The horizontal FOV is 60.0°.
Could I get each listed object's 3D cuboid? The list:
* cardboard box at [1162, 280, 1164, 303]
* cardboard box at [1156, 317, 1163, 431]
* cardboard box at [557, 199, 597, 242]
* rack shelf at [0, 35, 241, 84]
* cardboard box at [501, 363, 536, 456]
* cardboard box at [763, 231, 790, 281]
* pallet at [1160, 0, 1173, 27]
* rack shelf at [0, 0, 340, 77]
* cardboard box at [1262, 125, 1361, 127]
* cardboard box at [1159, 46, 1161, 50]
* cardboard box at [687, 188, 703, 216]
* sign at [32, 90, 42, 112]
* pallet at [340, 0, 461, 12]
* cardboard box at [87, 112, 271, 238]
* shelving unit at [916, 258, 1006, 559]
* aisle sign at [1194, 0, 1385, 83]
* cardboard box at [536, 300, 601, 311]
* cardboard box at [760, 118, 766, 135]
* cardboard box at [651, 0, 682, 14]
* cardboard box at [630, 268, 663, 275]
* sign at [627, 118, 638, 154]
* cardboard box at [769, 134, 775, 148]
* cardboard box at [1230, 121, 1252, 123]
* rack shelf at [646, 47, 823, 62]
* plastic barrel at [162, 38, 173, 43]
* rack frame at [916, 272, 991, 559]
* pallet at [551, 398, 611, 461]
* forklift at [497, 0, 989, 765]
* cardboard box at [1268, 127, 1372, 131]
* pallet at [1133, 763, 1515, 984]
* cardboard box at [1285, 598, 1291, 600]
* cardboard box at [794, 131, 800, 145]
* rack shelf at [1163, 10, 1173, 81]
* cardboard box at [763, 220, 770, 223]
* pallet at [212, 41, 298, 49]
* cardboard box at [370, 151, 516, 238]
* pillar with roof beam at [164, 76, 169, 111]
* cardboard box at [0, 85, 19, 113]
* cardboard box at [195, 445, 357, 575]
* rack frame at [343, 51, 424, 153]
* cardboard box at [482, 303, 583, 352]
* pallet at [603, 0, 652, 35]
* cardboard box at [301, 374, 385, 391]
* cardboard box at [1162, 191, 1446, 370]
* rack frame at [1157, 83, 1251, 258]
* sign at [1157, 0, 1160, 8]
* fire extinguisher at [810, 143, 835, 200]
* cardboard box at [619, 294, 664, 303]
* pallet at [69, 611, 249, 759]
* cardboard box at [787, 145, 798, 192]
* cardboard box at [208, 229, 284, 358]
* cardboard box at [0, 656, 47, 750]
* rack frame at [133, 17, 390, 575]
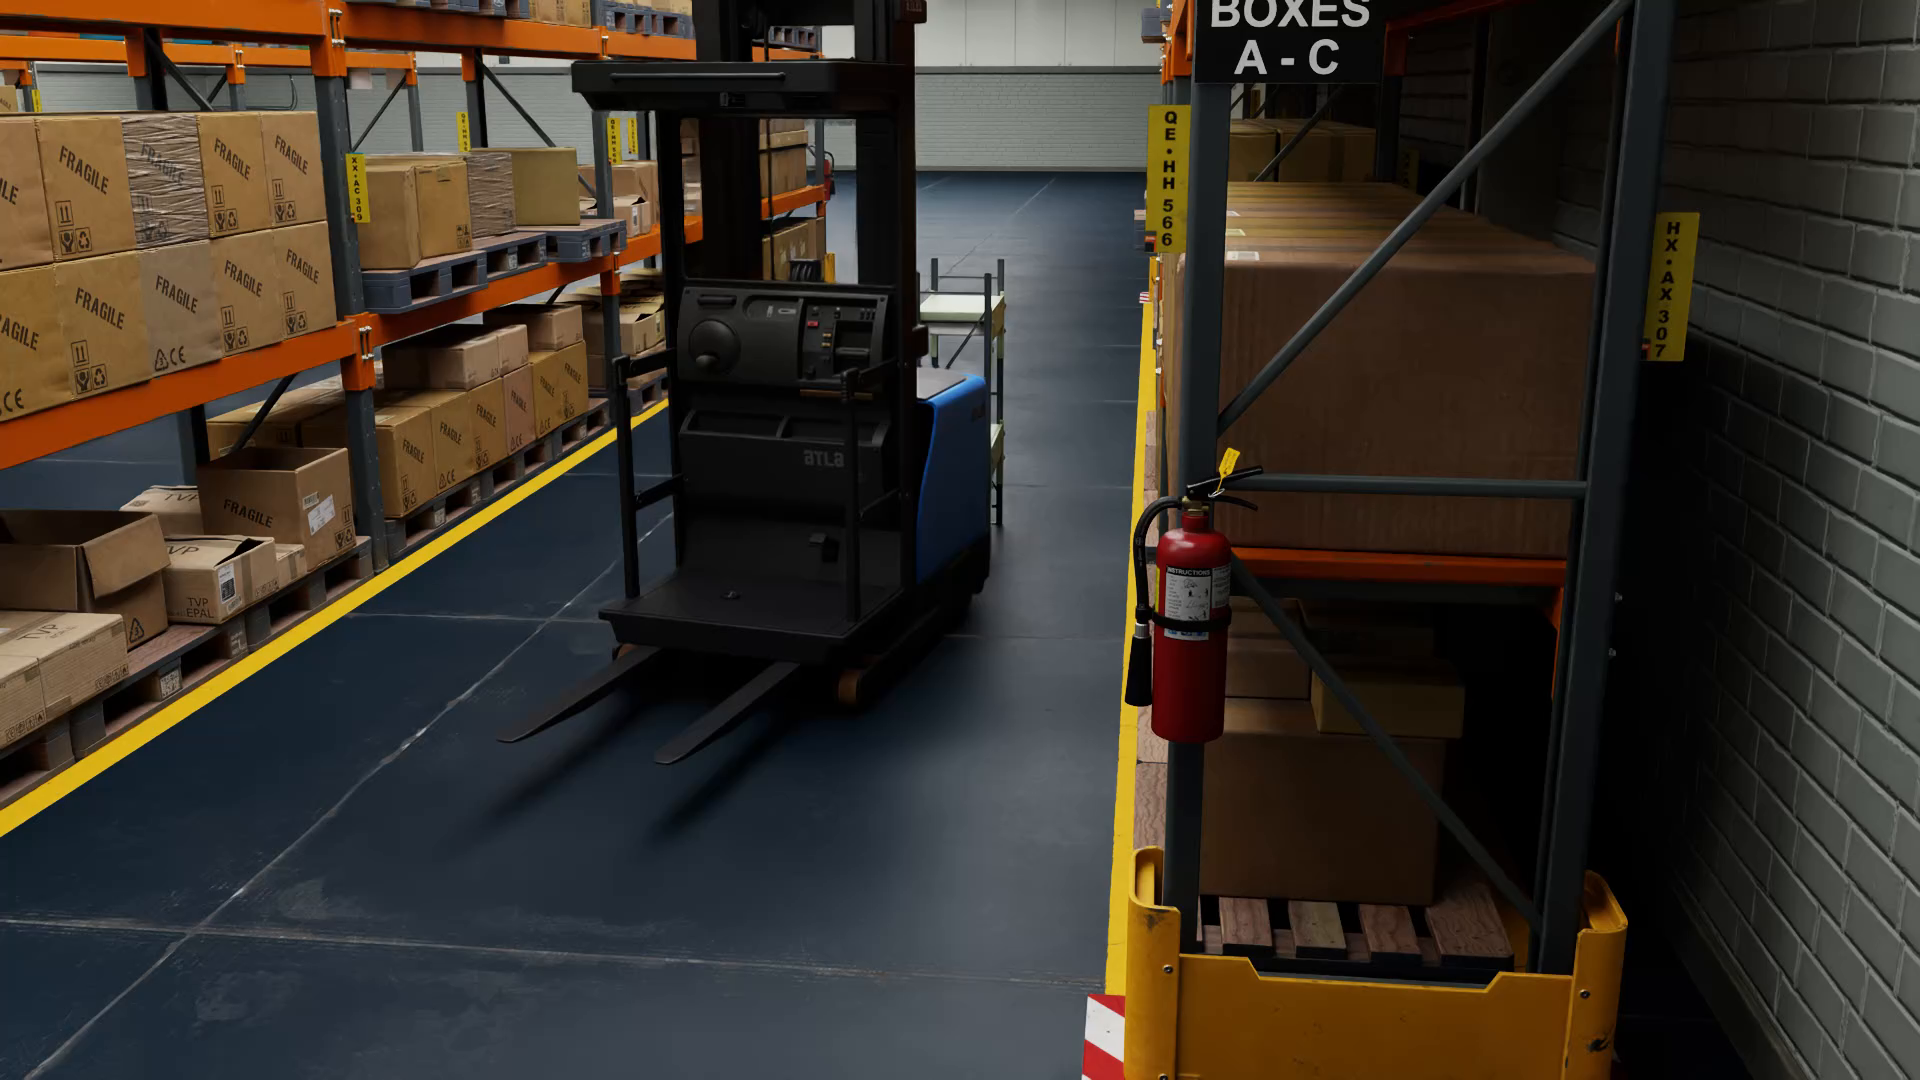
[{"bbox_3d":[1.267,-1.343,8.824,0.380,0.149,0.250,2,15,6],"label":"cardboard box"},{"bbox_3d":[1.593,-0.944,10.222,0.750,0.750,0.750,2,15,6],"label":"cardboard box"},{"bbox_3d":[-2.927,-2.388,12.419,0.500,0.311,0.500,3,15,10],"label":"cardboard box"},{"bbox_3d":[-7.707,-4.105,14.227,1.077,0.370,4.000,2,15,6],"label":"rack shelf"},{"bbox_3d":[-2.995,-0.824,10.409,0.500,0.500,0.500,1,15,4],"label":"cardboard box"},{"bbox_3d":[-2.084,-2.984,17.476,0.500,0.500,0.500,2,15,6],"label":"cardboard box"},{"bbox_3d":[1.891,-3.382,10.537,1.213,0.211,1.003,2,15,9],"label":"pallet"},{"bbox_3d":[-3.688,-1.883,6.010,1.077,0.370,4.000,2,15,6],"label":"rack shelf"},{"bbox_3d":[1.875,-2.097,8.935,0.500,0.250,0.500,1,15,4],"label":"cardboard box"},{"bbox_3d":[2.432,-5.557,17.988,0.500,0.500,0.500,3,15,10],"label":"cardboard box"},{"bbox_3d":[-2.477,-3.077,15.054,0.396,0.266,0.258,1,15,5],"label":"cardboard box"},{"bbox_3d":[-11.402,-5.396,20.547,0.100,0.325,0.005,2,15,6],"label":"sign"},{"bbox_3d":[-3.319,-2.825,8.477,1.213,0.211,1.003,2,15,6],"label":"pallet"},{"bbox_3d":[-3.318,-1.560,7.078,0.500,0.500,0.500,1,15,5],"label":"cardboard box"},{"bbox_3d":[0.001,-0.726,8.973,0.431,1.500,0.755,2,15,6],"label":"shelving unit"},{"bbox_3d":[0.702,-1.364,3.478,0.394,0.787,0.004,2,15,6],"label":"aisle sign"},{"bbox_3d":[-3.145,-1.762,13.322,0.500,0.311,0.500,1,15,5],"label":"cardboard box"},{"bbox_3d":[-2.403,-4.427,17.109,0.700,0.500,0.500,2,15,6],"label":"cardboard box"},{"bbox_3d":[-2.698,-4.652,14.356,0.500,0.250,0.500,0,15,1],"label":"cardboard box"},{"bbox_3d":[-2.854,-2.422,15.761,0.500,0.311,0.500,2,15,6],"label":"cardboard box"},{"bbox_3d":[-3.112,-3.848,15.835,0.100,0.325,0.005,2,15,6],"label":"sign"},{"bbox_3d":[-2.166,-4.203,17.525,0.380,0.149,0.250,2,15,6],"label":"cardboard box"},{"bbox_3d":[1.491,-2.378,9.972,0.500,0.250,0.500,2,15,7],"label":"cardboard box"},{"bbox_3d":[-2.334,-4.995,17.520,1.077,0.370,4.000,2,15,6],"label":"rack shelf"},{"bbox_3d":[-7.397,-4.905,14.847,0.600,0.901,0.600,0,15,0],"label":"plastic barrel"},{"bbox_3d":[-0.041,-0.631,8.622,0.400,1.500,0.023,2,15,6],"label":"rack frame"},{"bbox_3d":[-3.133,-0.800,11.715,1.003,0.211,1.213,2,15,6],"label":"pallet"},{"bbox_3d":[-0.807,-0.855,6.709,1.130,2.935,3.031,5,16,18],"label":"forklift"},{"bbox_3d":[1.823,-1.967,8.453,0.500,0.250,0.500,2,15,7],"label":"cardboard box"},{"bbox_3d":[1.021,1.018,4.993,1.003,0.211,1.213,2,15,6],"label":"pallet"},{"bbox_3d":[1.286,0.164,5.551,0.380,0.149,0.250,2,15,7],"label":"cardboard box"},{"bbox_3d":[-2.019,-4.536,18.755,0.380,0.149,0.250,1,15,5],"label":"cardboard box"},{"bbox_3d":[1.686,-2.775,9.311,1.077,0.370,4.000,2,15,6],"label":"rack shelf"},{"bbox_3d":[-2.445,-3.388,18.973,0.500,0.500,0.500,2,15,6],"label":"cardboard box"},{"bbox_3d":[-7.497,-5.069,16.779,1.213,0.211,1.003,2,15,6],"label":"pallet"},{"bbox_3d":[-3.263,-2.191,10.522,0.700,0.500,0.500,5,16,17],"label":"cardboard box"},{"bbox_3d":[-20.042,-15.539,49.389,9.100,9.000,0.400,2,15,6],"label":"pillar with roof beam"},{"bbox_3d":[-11.768,-5.231,20.082,0.500,0.500,0.500,2,15,6],"label":"cardboard box"},{"bbox_3d":[-3.245,-0.150,7.918,0.500,0.500,0.500,2,15,6],"label":"cardboard box"},{"bbox_3d":[-7.030,-4.560,20.280,1.000,3.000,0.127,2,15,6],"label":"rack frame"},{"bbox_3d":[-2.886,-1.442,11.257,0.500,0.250,0.500,2,15,8],"label":"cardboard box"},{"bbox_3d":[-3.023,-3.874,12.357,1.213,0.211,1.003,2,15,9],"label":"pallet"},{"bbox_3d":[-3.571,-0.701,9.954,0.500,0.500,0.500,2,15,7],"label":"cardboard box"},{"bbox_3d":[1.295,-0.971,6.433,0.980,0.700,0.700,1,15,5],"label":"cardboard box"},{"bbox_3d":[2.814,-4.268,19.200,1.000,3.000,0.127,2,15,6],"label":"rack frame"},{"bbox_3d":[1.823,-4.942,14.956,0.100,0.325,0.005,2,15,6],"label":"sign"},{"bbox_3d":[-1.634,-4.393,19.809,0.296,0.674,0.183,2,15,6],"label":"fire extinguisher"},{"bbox_3d":[-2.550,-1.880,13.758,0.500,0.311,0.500,1,15,5],"label":"cardboard box"},{"bbox_3d":[-3.676,0.541,6.758,1.003,0.211,1.213,2,15,6],"label":"pallet"},{"bbox_3d":[-2.228,-4.204,18.773,0.700,0.500,0.500,2,15,8],"label":"cardboard box"},{"bbox_3d":[-3.321,-1.078,7.211,0.500,0.500,0.500,2,15,8],"label":"cardboard box"},{"bbox_3d":[-3.514,0.589,5.661,0.500,0.250,0.500,2,15,6],"label":"cardboard box"},{"bbox_3d":[-3.463,-1.301,8.226,1.000,3.000,0.127,2,15,6],"label":"rack frame"}]
